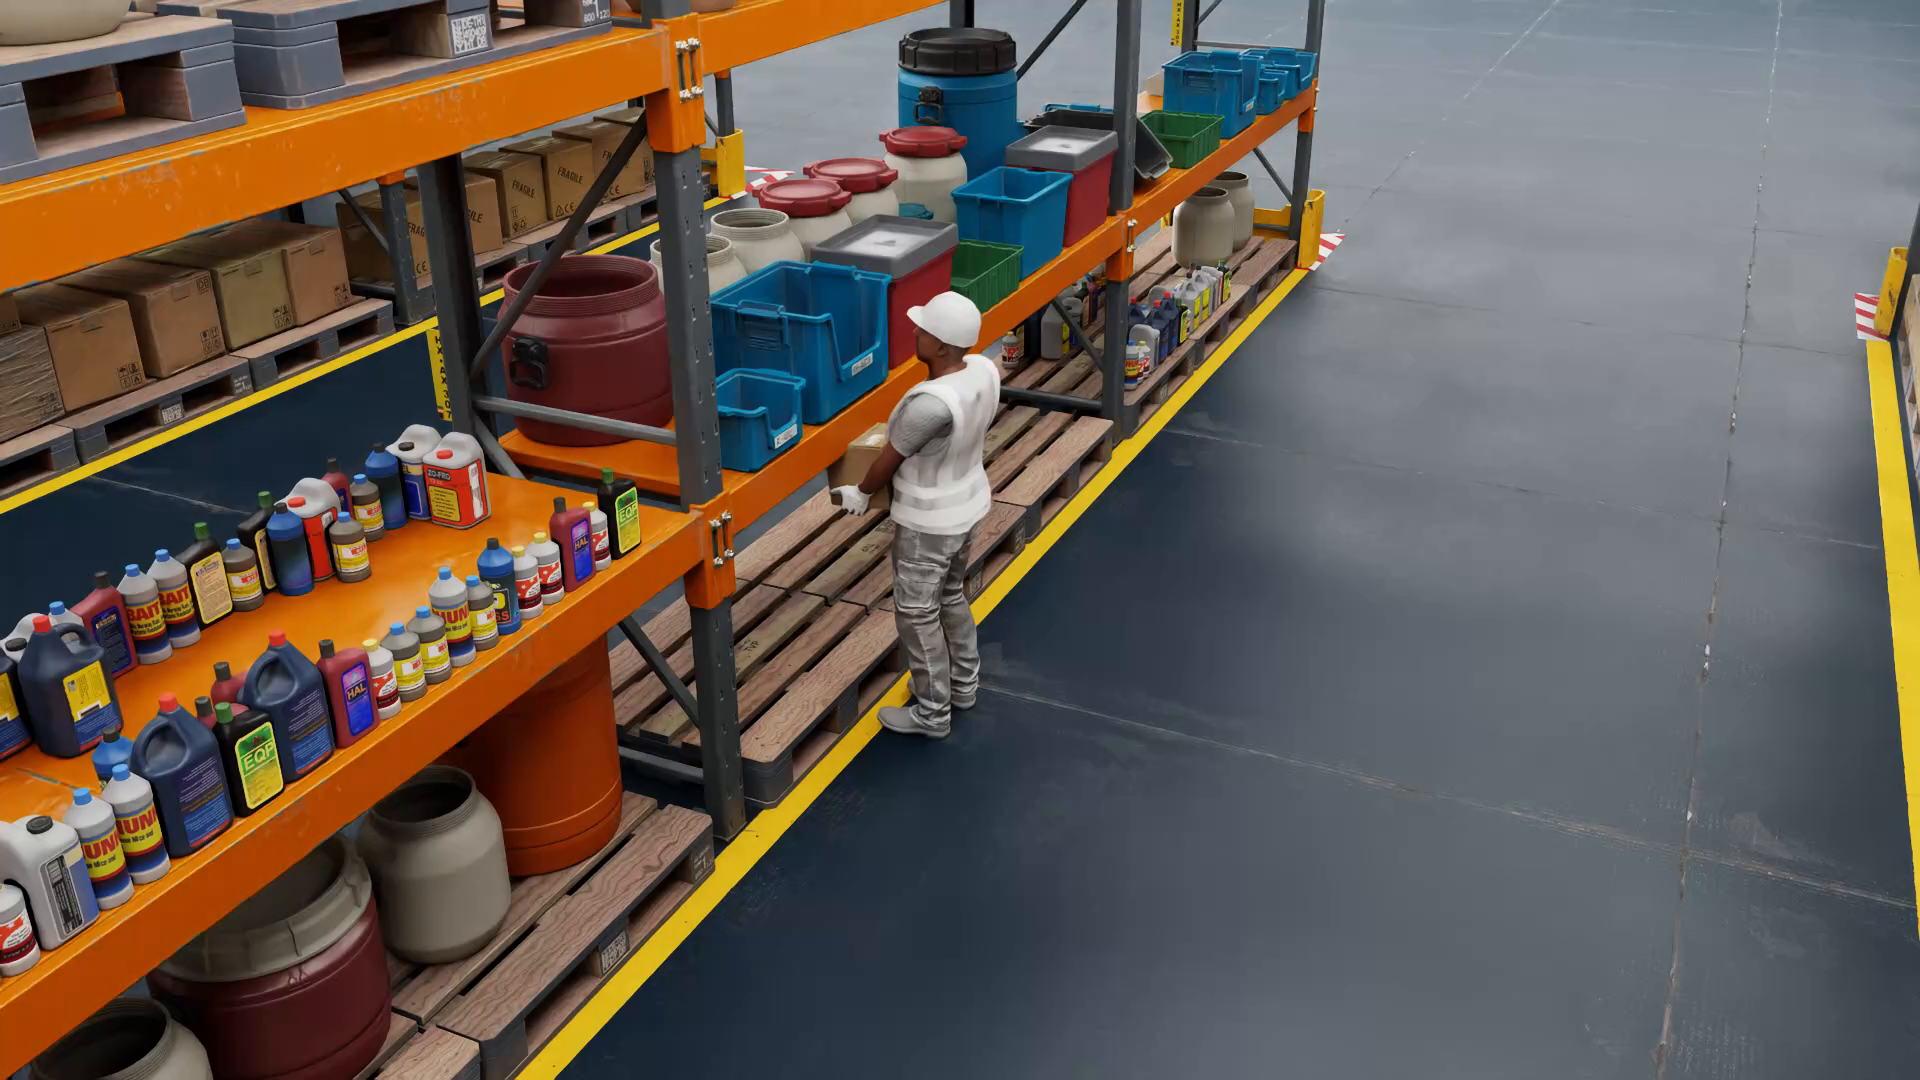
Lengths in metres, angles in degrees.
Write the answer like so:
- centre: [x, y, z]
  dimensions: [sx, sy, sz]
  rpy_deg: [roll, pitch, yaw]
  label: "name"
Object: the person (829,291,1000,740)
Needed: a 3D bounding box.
- centre: [-0.180, -0.104, 6.310]
  dimensions: [0.584, 1.778, 0.487]
  rpy_deg: [11, 28, 22]
  label: "person"
